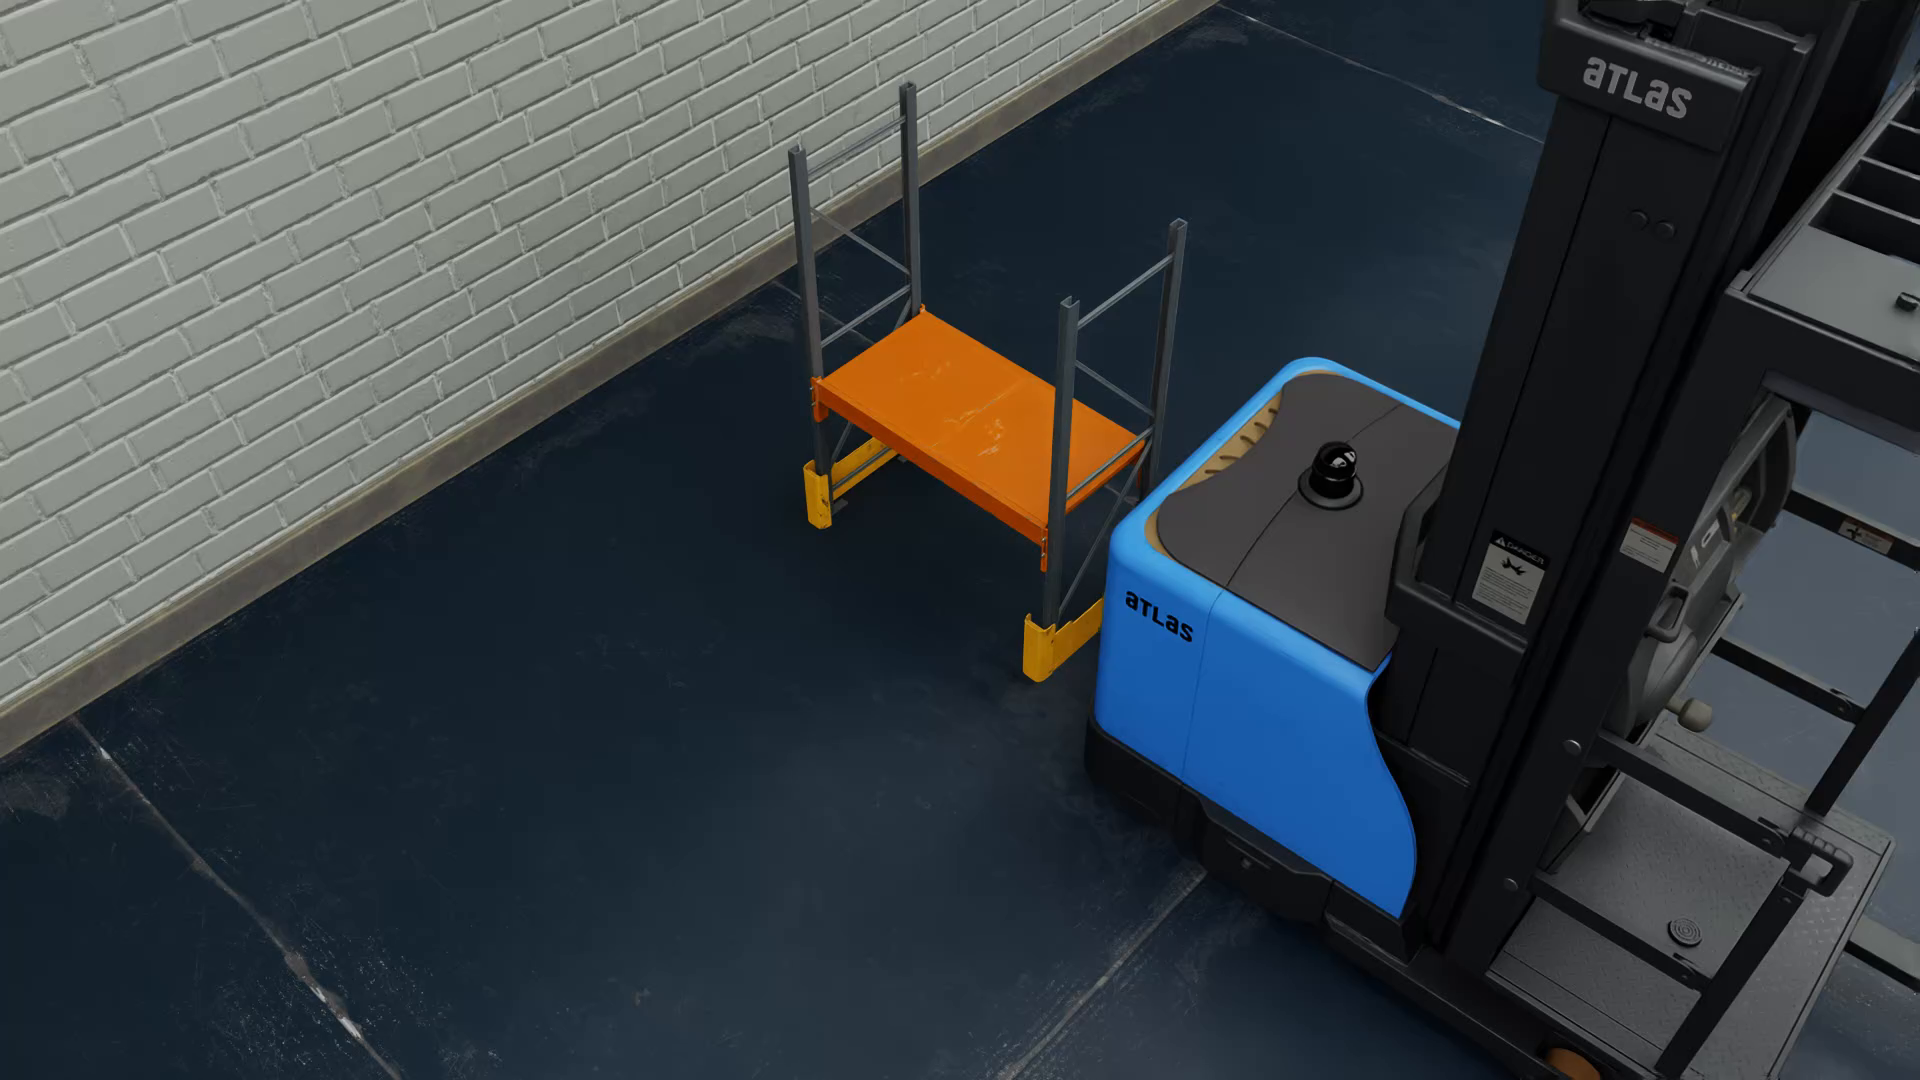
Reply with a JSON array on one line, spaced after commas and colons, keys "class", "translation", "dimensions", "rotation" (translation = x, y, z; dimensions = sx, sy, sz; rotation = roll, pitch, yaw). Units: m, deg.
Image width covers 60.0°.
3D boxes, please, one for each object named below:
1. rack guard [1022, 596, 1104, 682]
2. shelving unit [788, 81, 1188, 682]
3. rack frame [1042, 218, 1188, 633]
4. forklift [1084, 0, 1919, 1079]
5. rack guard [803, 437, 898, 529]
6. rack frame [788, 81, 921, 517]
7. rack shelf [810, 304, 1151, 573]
[{"class": "rack guard", "translation": [0.422, 0.198, 5.392], "dimensions": [0.087, 0.250, 0.587], "rotation": [34, 55, 28]}, {"class": "shelving unit", "translation": [0.056, -0.476, 5.168], "dimensions": [1.083, 1.500, 0.587], "rotation": [34, 55, 28]}, {"class": "rack frame", "translation": [0.436, -0.220, 4.928], "dimensions": [0.032, 1.500, 0.500], "rotation": [34, 55, 28]}, {"class": "forklift", "translation": [1.831, 0.134, 3.614], "dimensions": [3.031, 2.935, 1.130], "rotation": [31, 54, 26]}, {"class": "rack guard", "translation": [-0.310, -0.294, 5.855], "dimensions": [0.087, 0.250, 0.587], "rotation": [34, 55, 28]}, {"class": "rack frame", "translation": [-0.311, -0.723, 5.400], "dimensions": [0.032, 1.500, 0.500], "rotation": [34, 55, 28]}, {"class": "rack shelf", "translation": [0.063, -0.348, 5.295], "dimensions": [1.000, 0.185, 0.538], "rotation": [34, 55, 28]}]
